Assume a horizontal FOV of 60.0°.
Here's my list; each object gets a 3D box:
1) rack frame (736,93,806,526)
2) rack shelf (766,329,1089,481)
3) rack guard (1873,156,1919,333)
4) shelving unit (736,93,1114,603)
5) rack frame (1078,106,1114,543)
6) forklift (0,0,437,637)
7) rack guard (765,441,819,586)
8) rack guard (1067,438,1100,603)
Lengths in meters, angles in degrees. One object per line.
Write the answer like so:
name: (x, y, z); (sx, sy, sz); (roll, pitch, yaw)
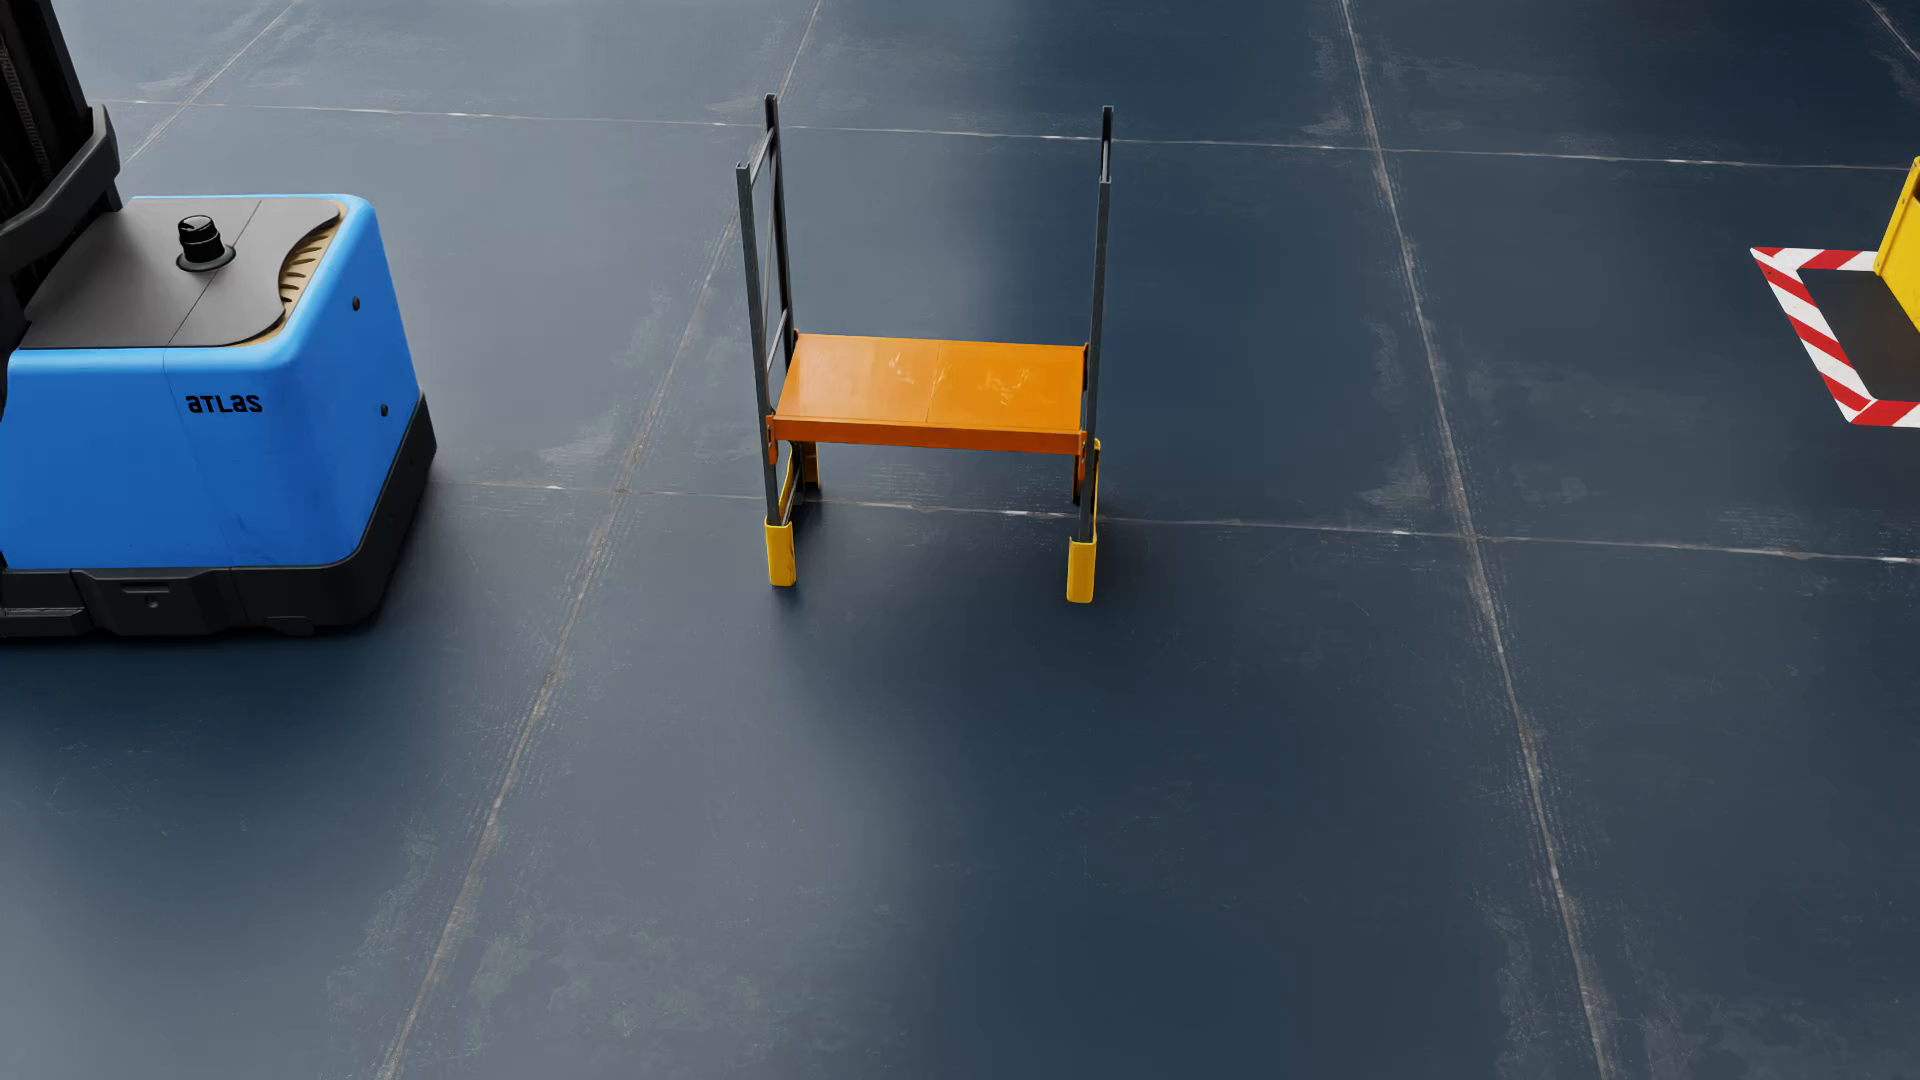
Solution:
rack frame: (-0.591, -0.614, 5.316); (0.032, 1.500, 0.500); (3, 39, 4)
rack shelf: (-0.085, -0.447, 5.396); (1.000, 0.185, 0.538); (3, 39, 4)
rack guard: (4.076, -1.031, 6.621); (0.348, 0.500, 1.175); (3, 39, 4)
shelving unit: (-0.076, -0.586, 5.282); (1.083, 1.500, 0.587); (3, 39, 4)
rack frame: (0.421, -0.559, 5.248); (0.032, 1.500, 0.500); (3, 39, 4)
forklift: (-3.405, -1.121, 4.806); (3.031, 2.935, 1.130); (-1, 39, -1)
rack guard: (-0.572, -0.128, 5.710); (0.087, 0.250, 0.587); (3, 39, 4)
rack guard: (0.420, -0.074, 5.643); (0.087, 0.250, 0.587); (3, 39, 4)
